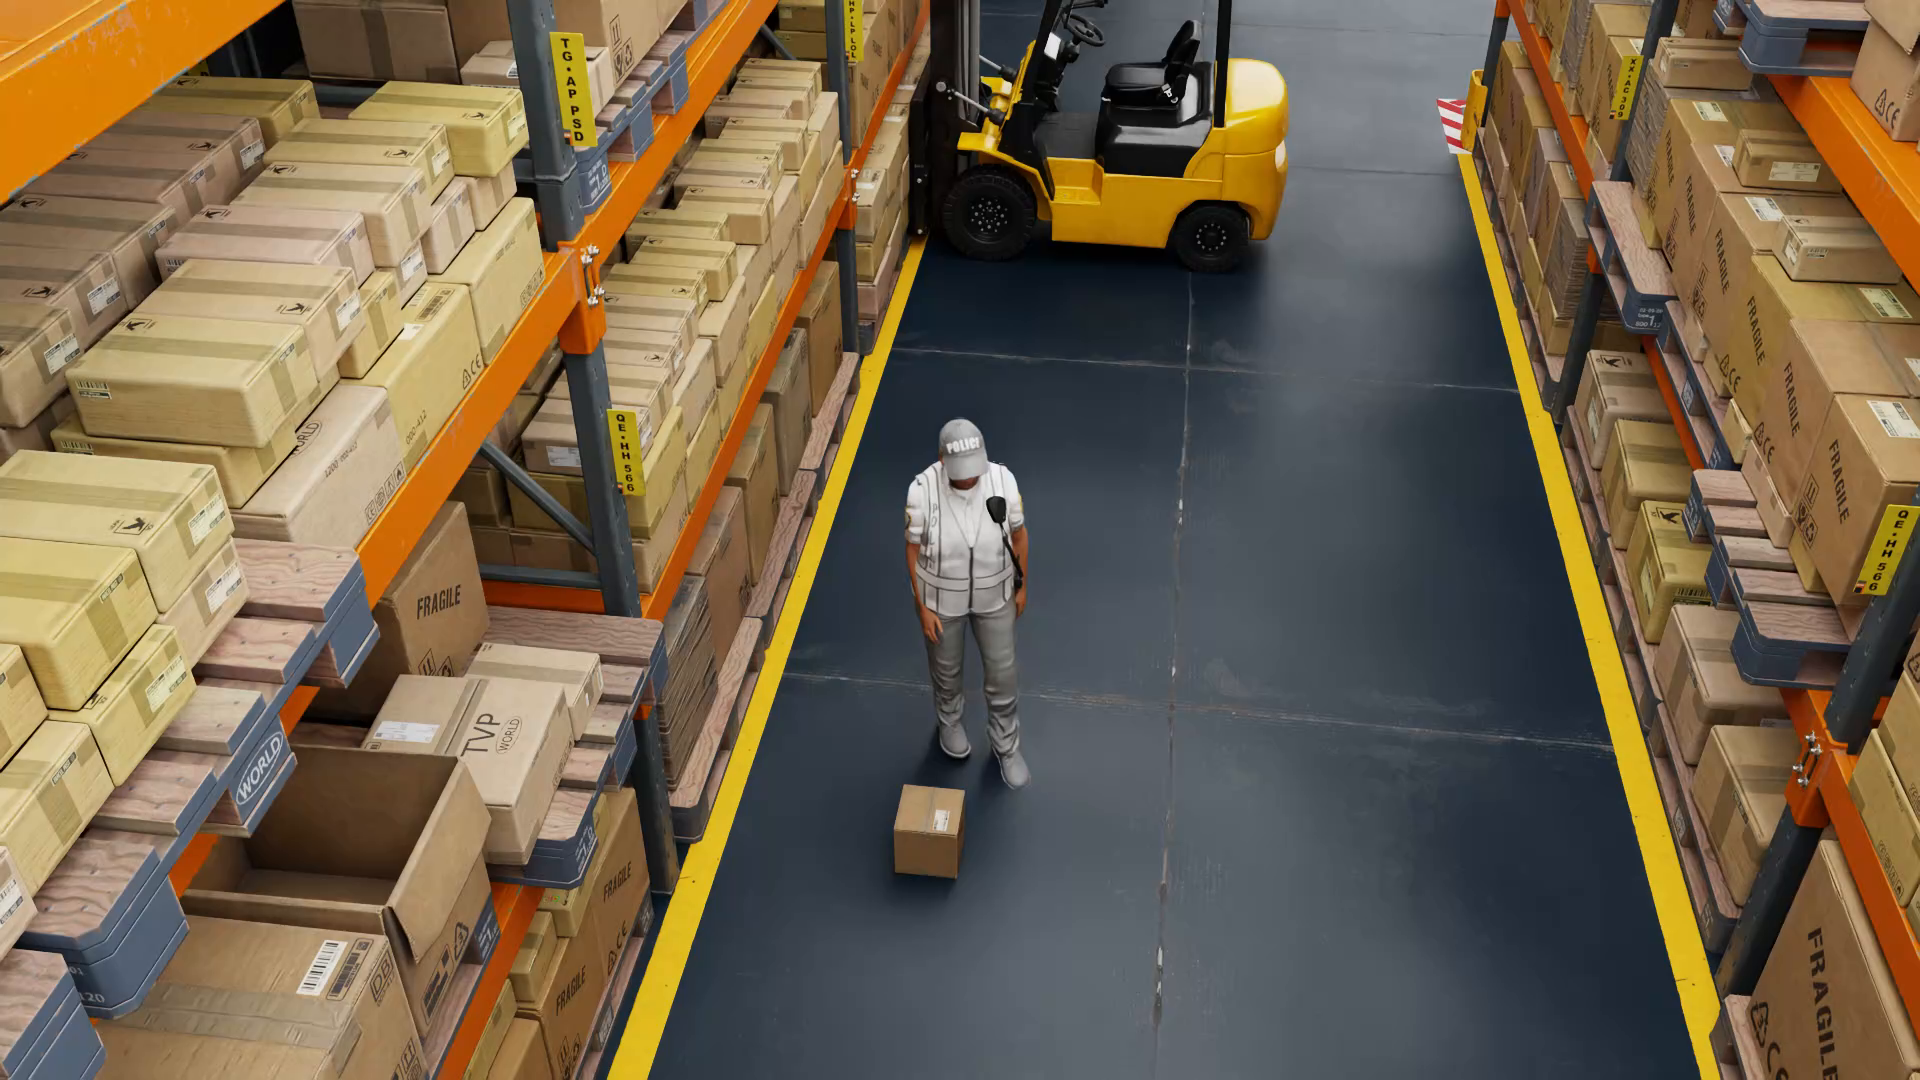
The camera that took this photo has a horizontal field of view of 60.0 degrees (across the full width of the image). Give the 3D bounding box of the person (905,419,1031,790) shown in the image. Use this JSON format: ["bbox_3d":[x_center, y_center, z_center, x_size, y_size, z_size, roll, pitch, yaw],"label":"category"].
[{"bbox_3d":[0.039,0.257,6.688,0.497,1.689,0.498,-5,37,-7],"label":"person"}]
